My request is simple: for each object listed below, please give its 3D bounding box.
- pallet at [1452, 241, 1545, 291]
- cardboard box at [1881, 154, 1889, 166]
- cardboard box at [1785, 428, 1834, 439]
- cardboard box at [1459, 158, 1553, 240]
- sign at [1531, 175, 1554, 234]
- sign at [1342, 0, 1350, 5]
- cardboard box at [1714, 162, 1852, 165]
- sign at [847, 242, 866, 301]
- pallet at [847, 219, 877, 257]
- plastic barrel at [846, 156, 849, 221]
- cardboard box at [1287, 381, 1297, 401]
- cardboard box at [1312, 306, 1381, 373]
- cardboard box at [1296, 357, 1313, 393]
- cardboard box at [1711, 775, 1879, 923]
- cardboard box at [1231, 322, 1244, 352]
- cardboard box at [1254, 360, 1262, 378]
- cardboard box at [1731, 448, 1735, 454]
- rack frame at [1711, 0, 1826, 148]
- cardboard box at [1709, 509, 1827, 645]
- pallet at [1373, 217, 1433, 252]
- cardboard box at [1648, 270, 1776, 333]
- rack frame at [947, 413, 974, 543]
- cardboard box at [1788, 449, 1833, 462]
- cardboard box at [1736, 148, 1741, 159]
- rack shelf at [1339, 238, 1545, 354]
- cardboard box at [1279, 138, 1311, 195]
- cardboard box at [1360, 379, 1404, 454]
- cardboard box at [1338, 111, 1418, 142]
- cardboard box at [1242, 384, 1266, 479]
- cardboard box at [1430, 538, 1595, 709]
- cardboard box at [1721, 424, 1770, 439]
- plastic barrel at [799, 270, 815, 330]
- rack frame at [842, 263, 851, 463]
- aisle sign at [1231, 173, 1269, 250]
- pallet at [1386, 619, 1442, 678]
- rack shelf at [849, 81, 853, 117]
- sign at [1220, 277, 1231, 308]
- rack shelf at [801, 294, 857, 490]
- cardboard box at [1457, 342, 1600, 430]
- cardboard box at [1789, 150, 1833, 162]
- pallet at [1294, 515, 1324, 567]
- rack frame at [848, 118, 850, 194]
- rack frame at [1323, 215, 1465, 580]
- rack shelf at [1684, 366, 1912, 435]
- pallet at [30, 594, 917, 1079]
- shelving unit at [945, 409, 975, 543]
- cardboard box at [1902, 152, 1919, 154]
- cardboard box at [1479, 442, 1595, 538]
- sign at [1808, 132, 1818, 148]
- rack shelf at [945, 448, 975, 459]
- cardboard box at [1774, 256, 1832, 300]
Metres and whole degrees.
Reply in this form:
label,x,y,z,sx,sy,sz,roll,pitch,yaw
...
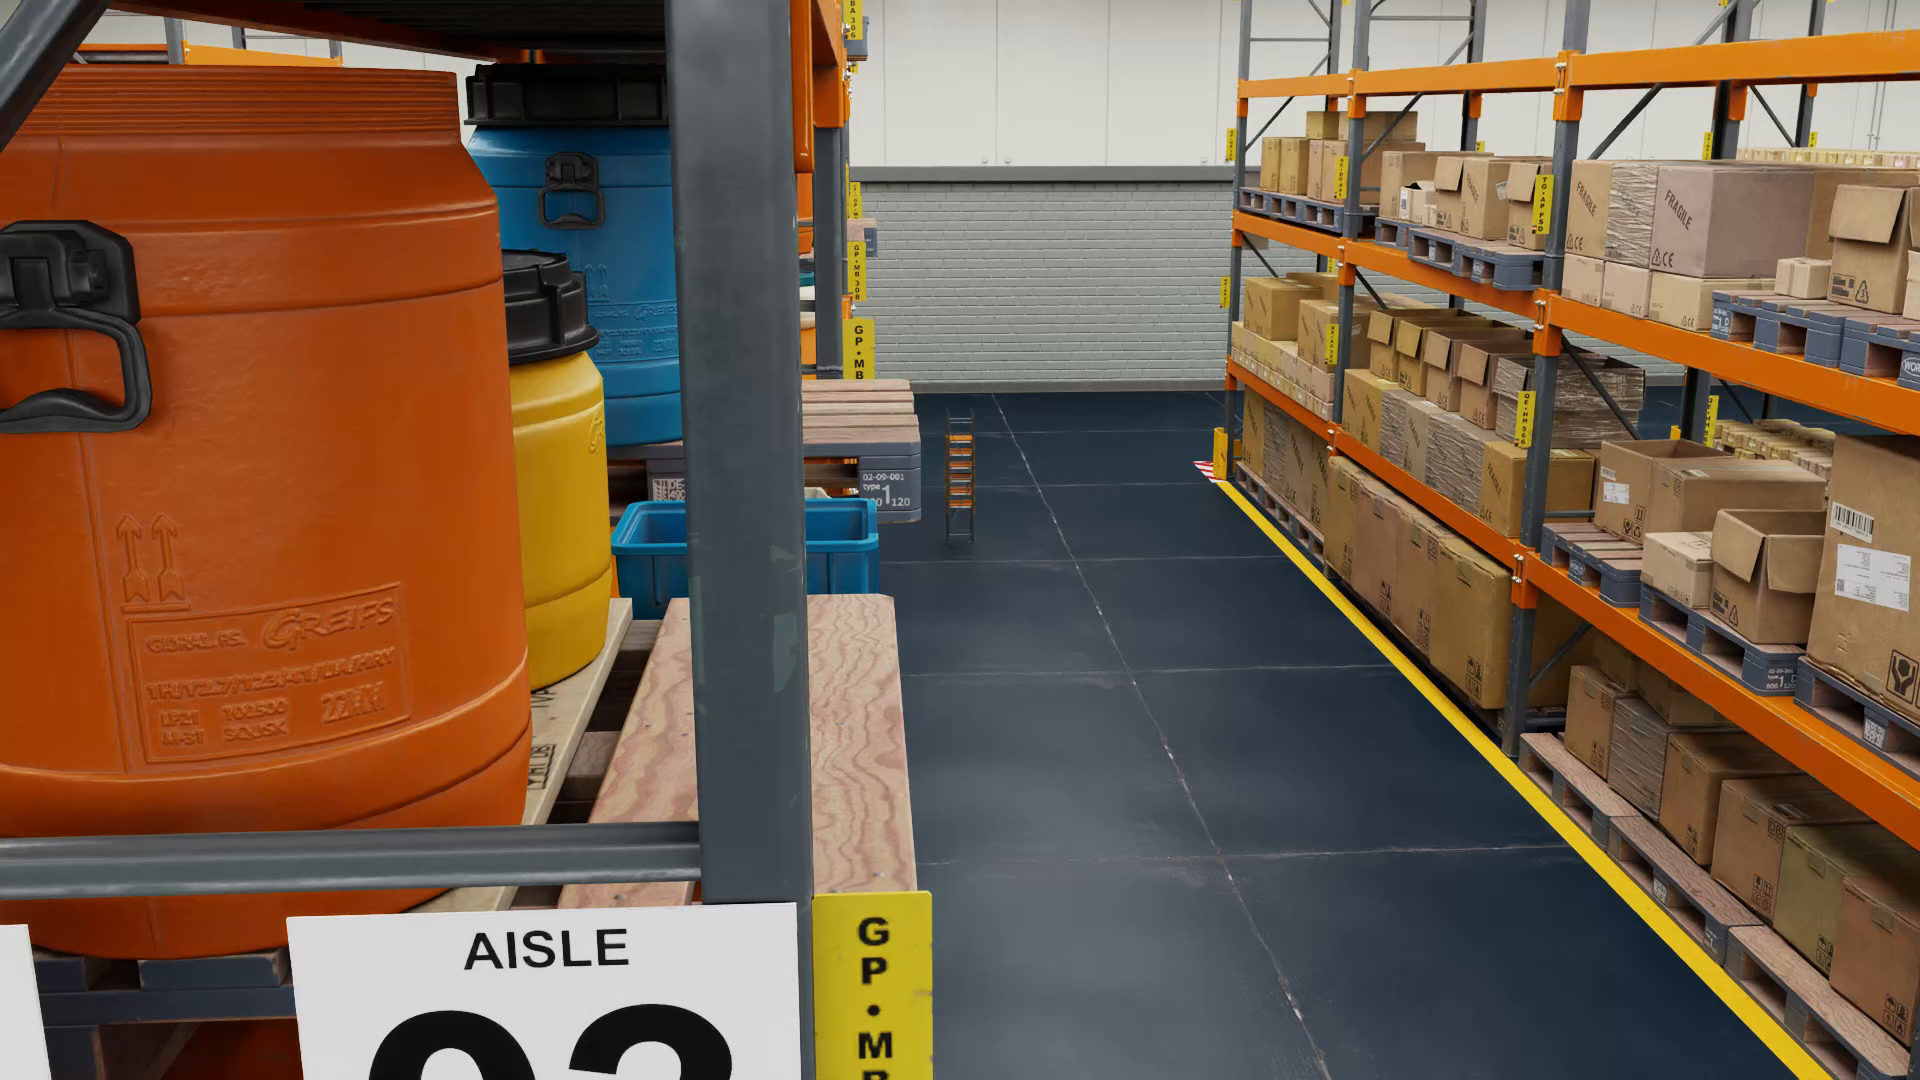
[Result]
label,x,y,z,sx,sy,sz,roll,pitch,yaw
pallet,3.732,-1.669,10.076,1.213,0.211,1.003,0,14,-1
cardboard box,8.259,-3.276,14.442,0.380,0.149,0.250,0,14,-1
cardboard box,8.673,-1.047,16.983,0.380,0.149,0.250,-1,14,-5
cardboard box,3.574,-2.217,10.783,0.500,0.500,0.500,0,14,0
sign,3.270,-1.883,9.334,0.100,0.325,0.005,-1,14,-3
sign,3.872,-5.539,16.685,0.100,0.325,0.005,-1,14,-3
cardboard box,4.147,-1.650,8.417,0.500,0.500,0.500,-1,14,-4
sign,-0.570,-1.484,9.189,0.100,0.325,0.005,-1,14,-3
pallet,-1.220,-2.235,12.274,1.213,0.211,1.003,-1,14,-3
plastic barrel,-1.107,-2.590,12.057,0.600,0.588,0.600,0,14,0
cardboard box,3.167,-1.348,14.975,0.380,0.149,0.250,-1,14,-2
cardboard box,3.282,-1.688,13.990,0.500,0.500,0.500,0,14,-2
cardboard box,3.253,-1.449,14.566,0.500,0.250,0.500,0,14,-2
cardboard box,4.010,1.433,7.795,0.700,0.500,0.500,-2,15,-8
cardboard box,3.089,-2.086,17.041,0.500,0.250,0.500,-1,14,-5
cardboard box,3.087,-1.667,16.215,0.380,0.149,0.250,-1,14,-5
cardboard box,8.126,-0.893,16.984,0.380,0.149,0.250,-1,14,-3
rack frame,8.286,-5.095,16.992,1.000,3.000,0.127,-1,14,-3
cardboard box,3.873,0.163,7.546,0.797,0.503,0.637,1,14,2
pallet,3.683,-2.276,12.440,0.805,0.209,1.217,-1,15,-6
cardboard box,3.673,-1.152,7.990,0.500,0.250,0.500,-1,14,-2
rack frame,0.007,-0.555,14.998,0.240,1.200,0.006,-1,14,-3
cardboard box,8.192,-0.777,15.934,0.380,0.149,0.250,-1,14,-3
cardboard box,8.079,-3.921,16.946,0.380,0.149,0.250,-1,14,-4
rack shelf,3.701,-1.750,11.456,1.077,0.370,4.000,-1,14,-3
cardboard box,3.410,-3.493,15.541,0.700,0.500,0.500,-2,15,-7
cardboard box,3.388,-0.948,12.716,0.500,0.500,0.500,-1,14,-3
cardboard box,3.525,-3.493,14.039,0.500,0.250,0.500,-2,15,-7
cardboard box,3.449,-1.154,17.139,0.875,0.875,0.875,-1,14,-3
cardboard box,3.803,0.505,10.688,1.225,0.875,0.875,-2,15,-6
cardboard box,8.116,-1.098,17.182,0.380,0.149,0.250,-1,14,-2
plastic barrel,-0.807,-1.145,7.938,0.301,0.262,0.301,0,14,0
rack frame,-1.119,-0.072,9.510,1.000,3.000,0.127,-1,14,-3
aisle sign,3.025,-3.410,17.268,0.394,0.787,0.004,-1,14,-3
pallet,3.779,0.702,12.098,1.003,0.211,1.213,-1,14,-3
rack shelf,-1.490,-3.927,14.701,1.077,0.370,4.000,-1,14,-3
sign,2.775,-2.589,17.395,0.100,0.325,0.005,-1,14,-3
rack shelf,-0.995,-0.679,7.293,1.077,0.370,4.000,-1,14,-3
cardboard box,3.758,-1.027,11.007,0.797,0.503,0.637,-1,14,-2
cardboard box,8.078,-3.598,15.693,0.380,0.149,0.250,0,14,-2
pallet,3.608,0.017,14.761,1.003,0.211,1.213,-1,14,-3
rack frame,-1.614,-4.967,16.495,1.000,3.000,0.127,-1,14,-3
rack frame,3.577,-1.143,13.674,1.000,3.000,0.127,-1,14,-3
rack shelf,8.410,-1.344,15.896,1.077,0.370,4.000,-1,14,-3
pallet,-0.577,0.349,2.232,1.003,0.211,1.213,-1,14,-3
shelving unit,0.001,-0.577,15.087,0.258,1.200,0.189,-1,14,-3
cardboard box,8.724,-3.414,14.975,0.380,0.149,0.250,0,14,-1
cardboard box,3.547,-0.316,10.257,0.500,0.500,0.500,0,14,-2
sign,8.841,-4.075,17.270,0.100,0.325,0.005,-1,14,-3
rack shelf,0.001,-0.767,15.038,0.258,0.103,0.180,-1,14,-3
cardboard box,3.857,-1.161,7.350,0.380,0.166,0.250,-1,14,-5
